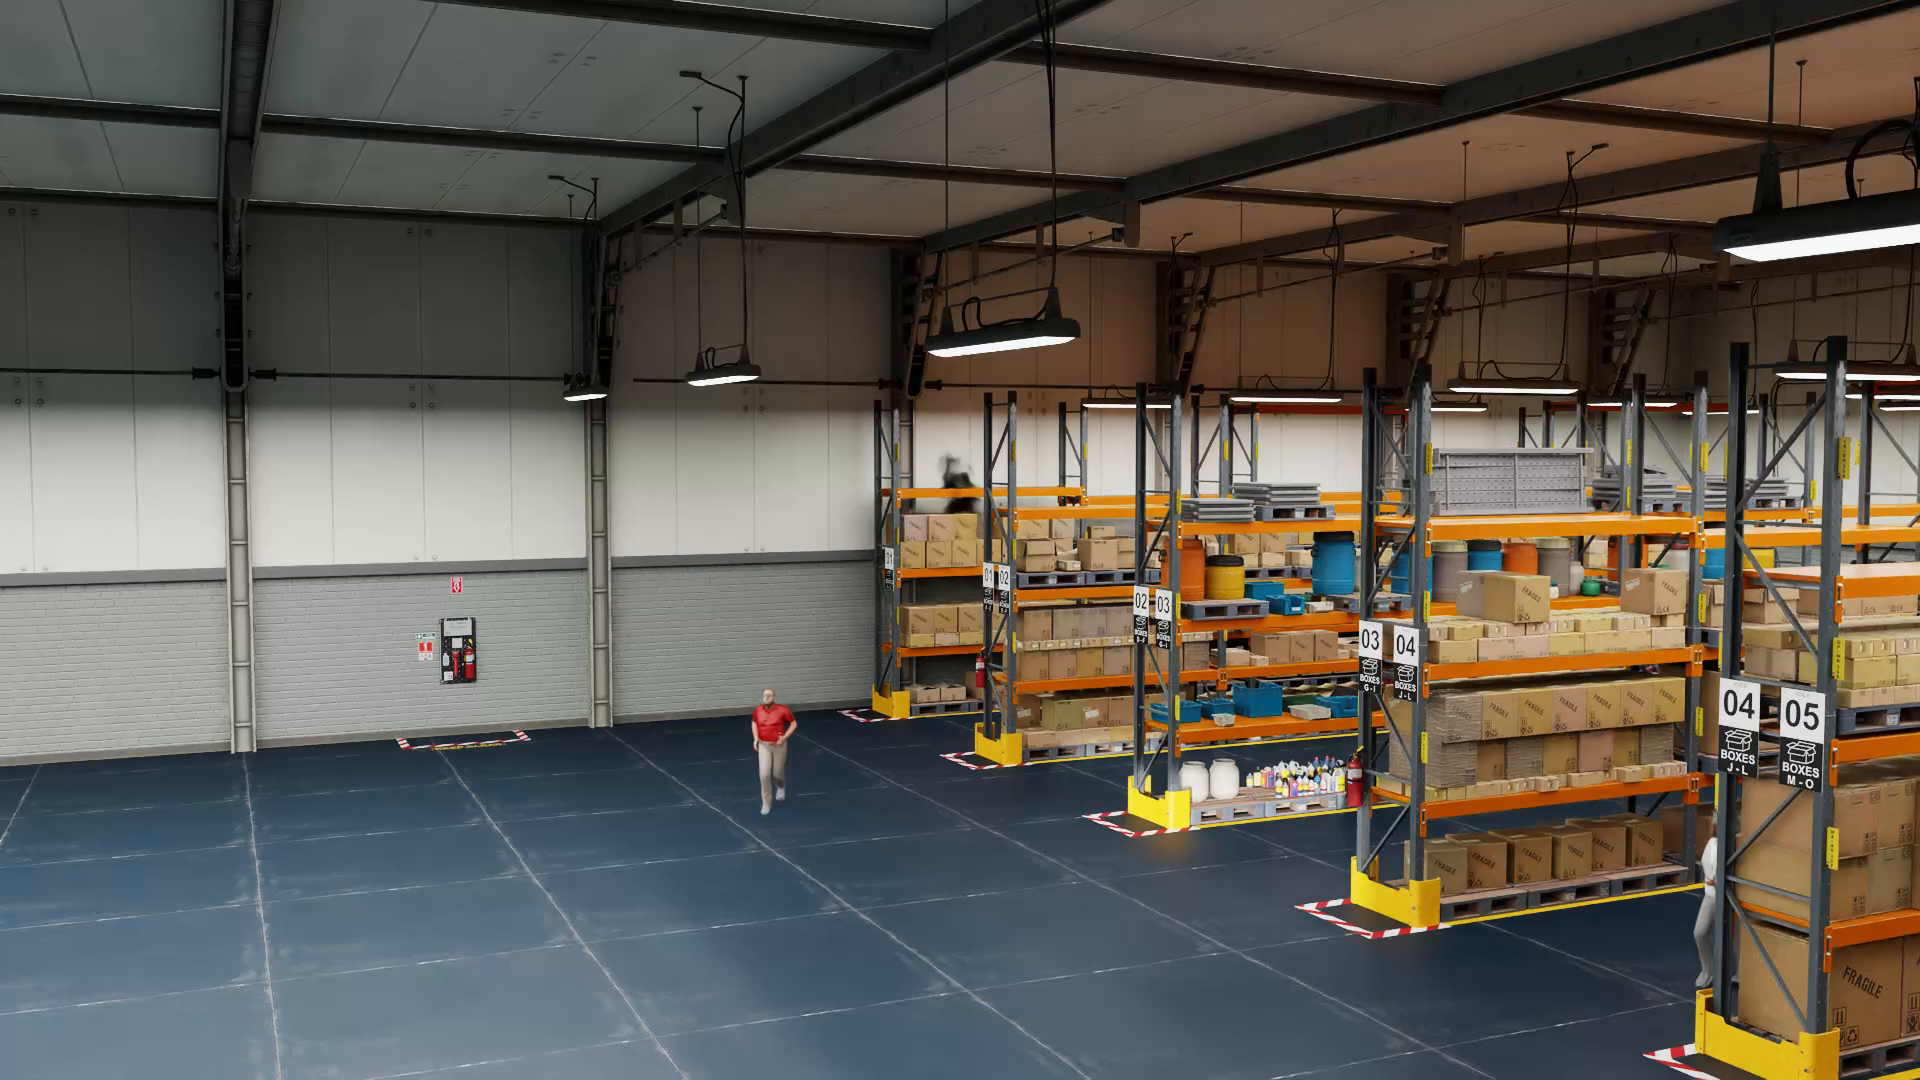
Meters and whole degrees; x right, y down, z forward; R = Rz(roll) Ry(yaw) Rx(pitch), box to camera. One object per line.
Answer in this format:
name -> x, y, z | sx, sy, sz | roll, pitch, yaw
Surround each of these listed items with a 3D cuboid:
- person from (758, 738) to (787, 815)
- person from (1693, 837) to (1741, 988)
person -> -2.624, 3.287, 23.497 | 0.410, 1.120, 0.774 | 0, 3, 7
person -> 7.264, 3.530, 15.737 | 0.634, 1.497, 0.531 | -2, 4, -29
